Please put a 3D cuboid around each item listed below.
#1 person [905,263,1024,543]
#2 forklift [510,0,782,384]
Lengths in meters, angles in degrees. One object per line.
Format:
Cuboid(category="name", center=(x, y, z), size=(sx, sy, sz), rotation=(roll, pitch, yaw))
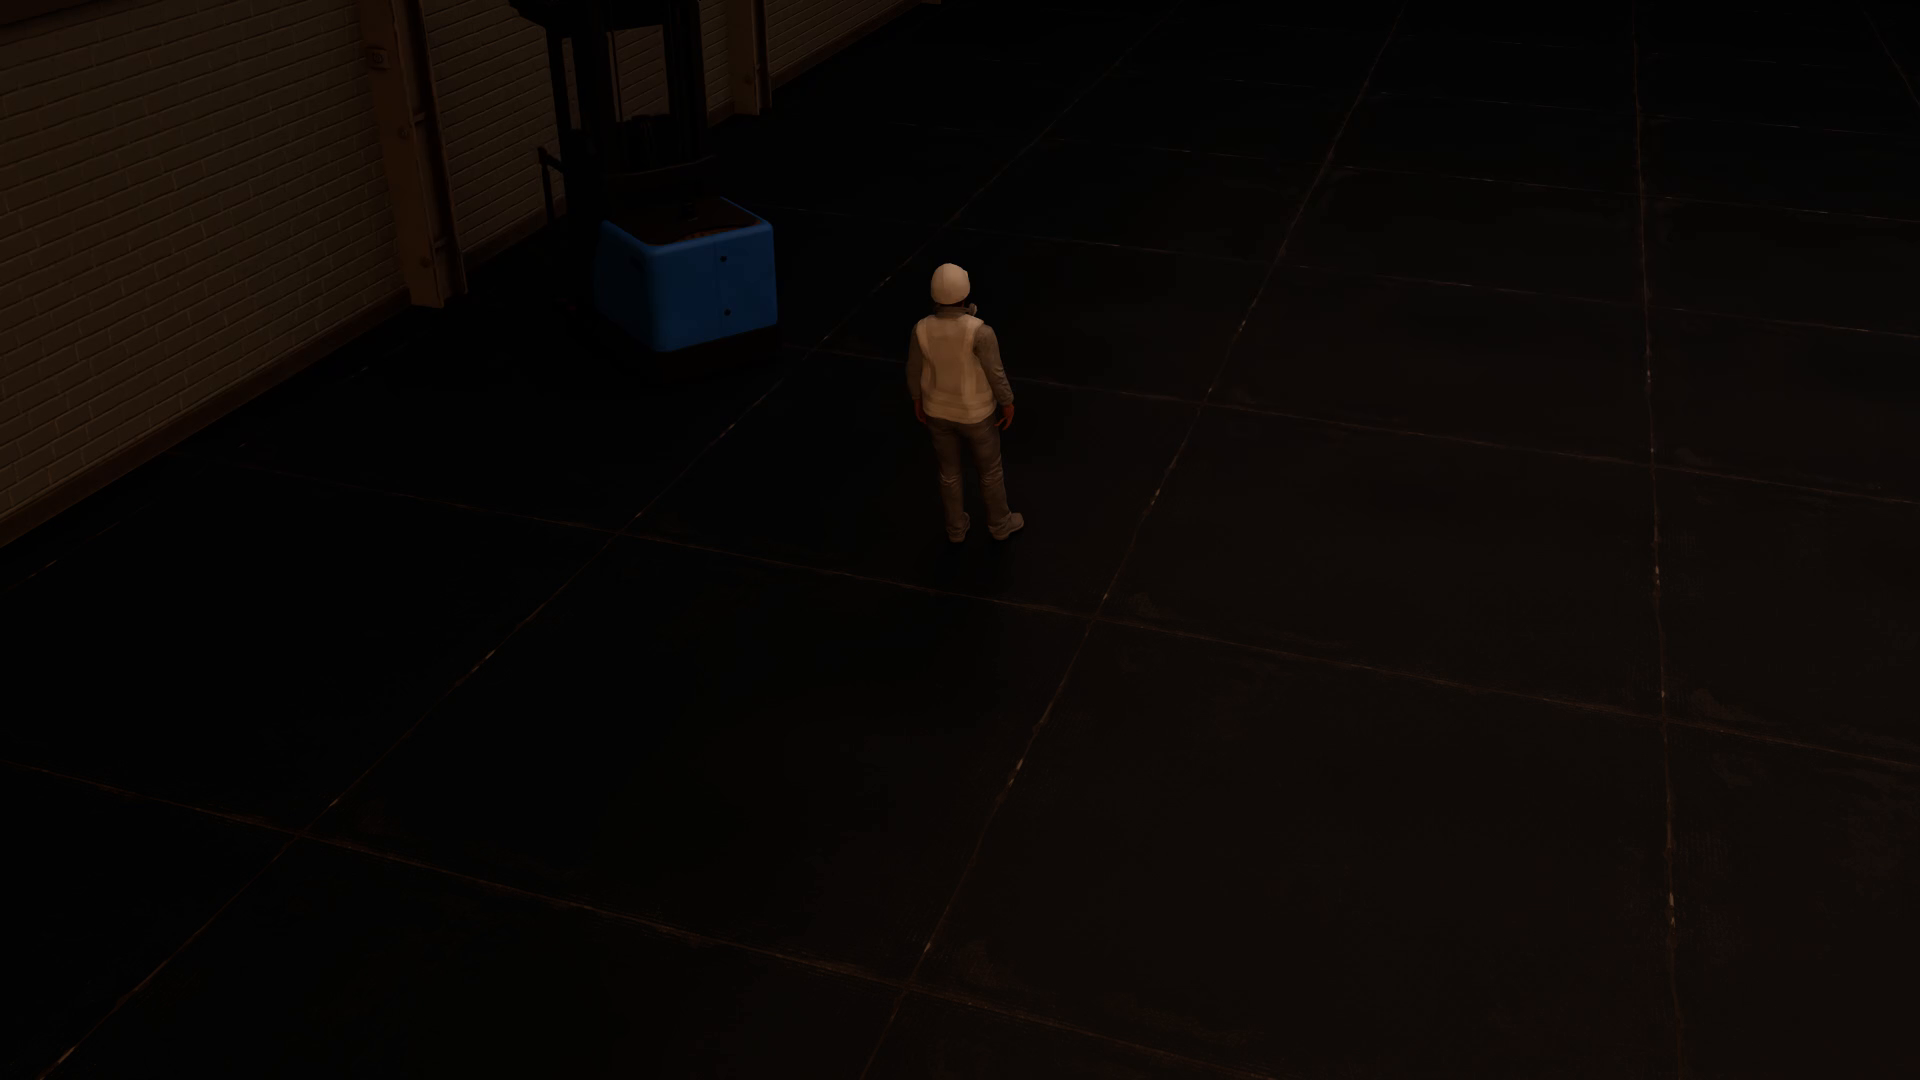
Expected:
Cuboid(category="person", center=(0.028, -0.805, 9.702), size=(0.632, 1.773, 0.568), rotation=(10, 31, 16))
Cuboid(category="forklift", center=(-2.586, -3.071, 12.523), size=(1.130, 2.935, 3.031), rotation=(-19, 35, -30))
